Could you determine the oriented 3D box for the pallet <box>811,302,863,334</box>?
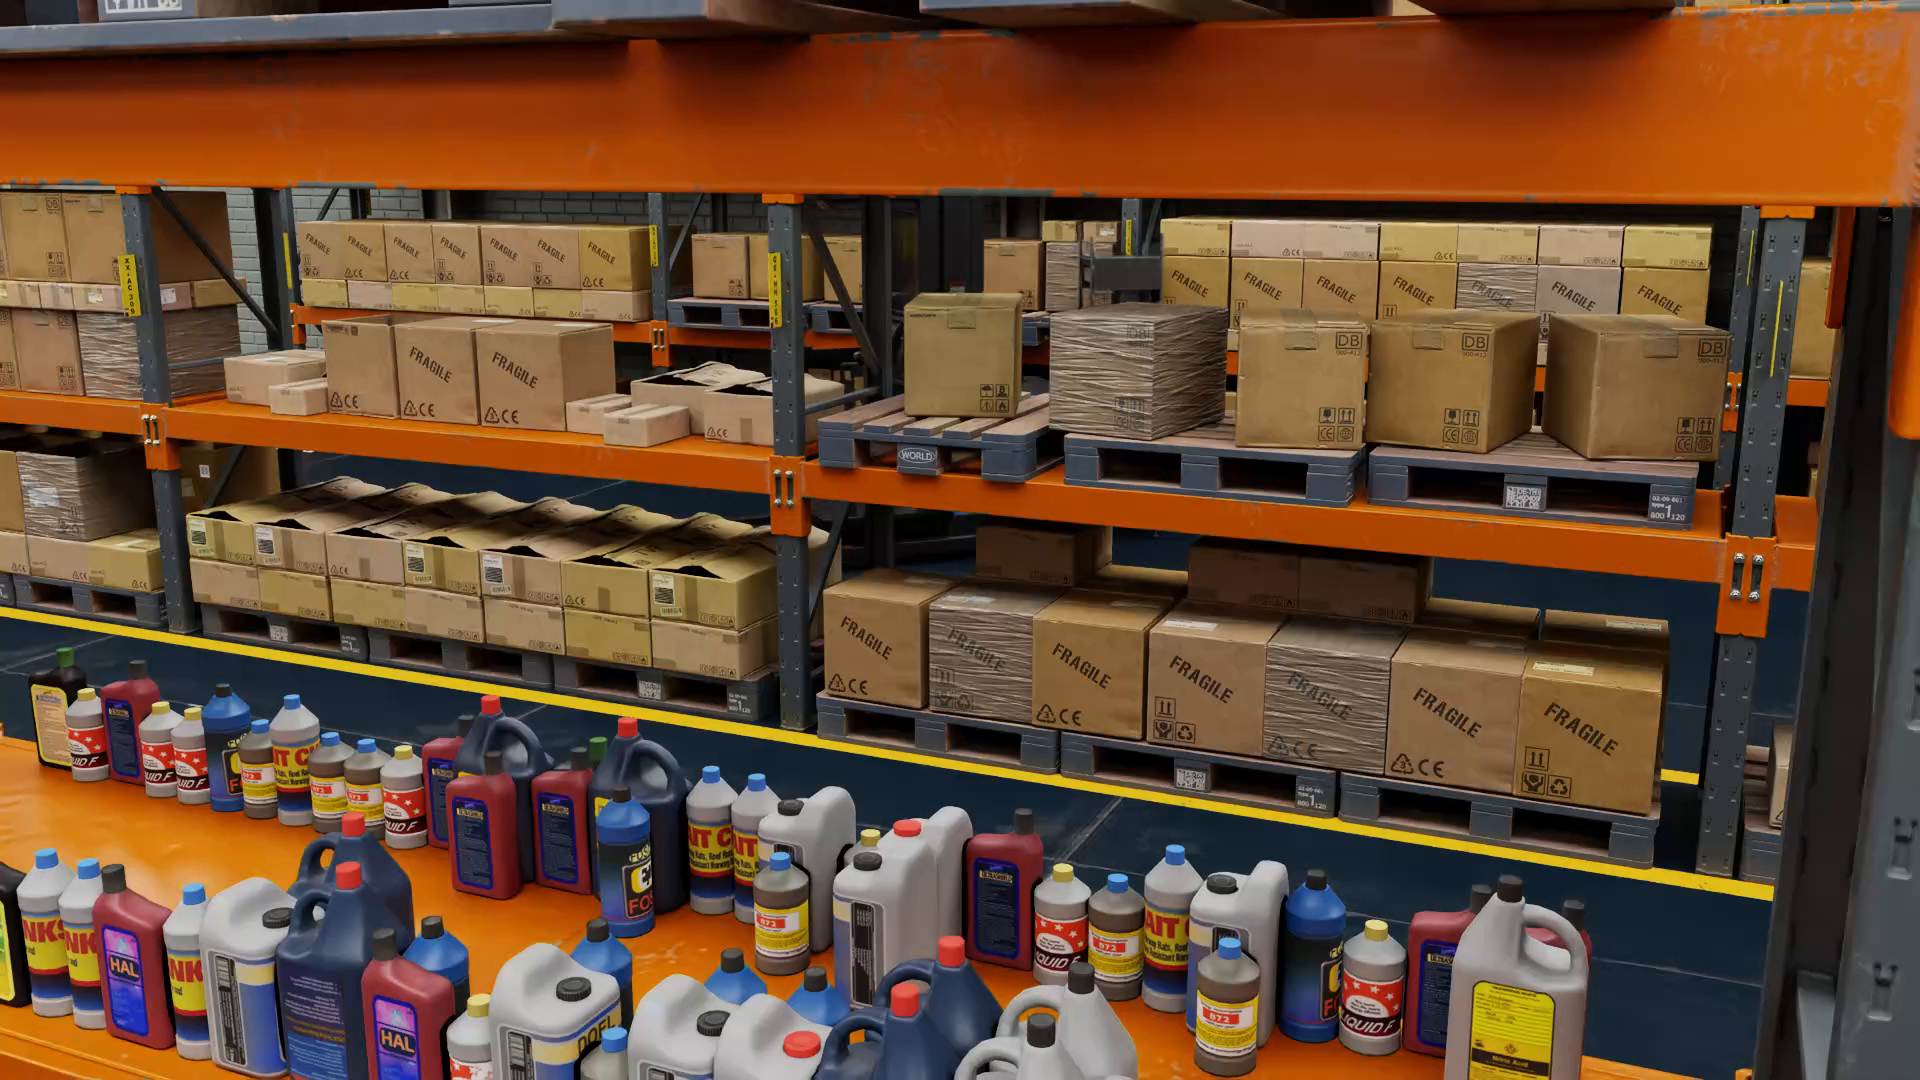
[{"bbox_3d":[-0.420,-1.773,13.166,1.213,0.211,1.003,6,14,23],"label":"pallet"}]

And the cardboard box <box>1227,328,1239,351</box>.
[{"bbox_3d":[2.049,-1.433,11.803,0.250,0.149,0.380,6,15,25],"label":"cardboard box"}]

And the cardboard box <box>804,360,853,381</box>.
[{"bbox_3d":[-1.167,-1.320,13.681,0.500,0.250,0.500,5,14,22],"label":"cardboard box"}]

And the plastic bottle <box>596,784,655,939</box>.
[{"bbox_3d":[-0.608,0.576,3.015,0.097,0.271,0.097,0,13,0],"label":"plastic bottle"}]

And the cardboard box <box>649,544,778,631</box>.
[{"bbox_3d":[-1.175,0.207,8.178,0.500,0.311,0.500,6,15,25],"label":"cardboard box"}]

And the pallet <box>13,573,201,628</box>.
[{"bbox_3d":[-4.964,0.248,10.236,1.213,0.211,1.003,6,14,23],"label":"pallet"}]

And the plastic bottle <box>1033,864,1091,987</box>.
[{"bbox_3d":[0.175,0.653,2.839,0.097,0.201,0.097,0,13,0],"label":"plastic bottle"}]

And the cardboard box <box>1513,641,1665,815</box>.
[{"bbox_3d":[2.494,0.730,6.586,0.500,0.500,0.500,6,14,23],"label":"cardboard box"}]

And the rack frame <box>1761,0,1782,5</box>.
[{"bbox_3d":[5.064,-4.243,10.137,0.127,3.000,1.000,6,14,23],"label":"rack frame"}]

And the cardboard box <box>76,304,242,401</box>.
[{"bbox_3d":[-4.662,-1.116,9.724,0.500,0.500,0.700,5,14,22],"label":"cardboard box"}]

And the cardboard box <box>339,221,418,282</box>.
[{"bbox_3d":[-5.145,-2.579,14.824,0.500,0.500,0.500,6,14,23],"label":"cardboard box"}]

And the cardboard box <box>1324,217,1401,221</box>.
[{"bbox_3d":[2.866,-2.176,11.906,0.500,0.250,0.500,5,14,22],"label":"cardboard box"}]

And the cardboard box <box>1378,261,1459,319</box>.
[{"bbox_3d":[3.155,-1.654,11.323,0.500,0.500,0.500,6,15,25],"label":"cardboard box"}]

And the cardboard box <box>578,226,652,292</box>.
[{"bbox_3d":[-2.808,-2.343,13.817,0.500,0.500,0.500,6,14,23],"label":"cardboard box"}]

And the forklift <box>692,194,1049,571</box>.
[{"bbox_3d":[-0.649,-1.361,11.140,3.031,2.935,1.130,-5,14,-22],"label":"forklift"}]

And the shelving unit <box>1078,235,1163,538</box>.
[{"bbox_3d":[1.118,-1.077,11.711,0.503,2.100,0.431,-2,12,-8],"label":"shelving unit"}]

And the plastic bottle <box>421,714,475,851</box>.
[{"bbox_3d":[-1.018,0.488,3.364,0.133,0.283,0.061,6,14,23],"label":"plastic bottle"}]

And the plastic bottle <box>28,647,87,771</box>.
[{"bbox_3d":[-2.063,0.382,3.815,0.133,0.283,0.061,6,14,23],"label":"plastic bottle"}]

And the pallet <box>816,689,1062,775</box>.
[{"bbox_3d":[0.071,0.778,7.979,1.213,0.211,1.003,6,14,23],"label":"pallet"}]

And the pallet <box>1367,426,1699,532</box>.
[{"bbox_3d":[2.374,-0.290,6.846,1.213,0.211,1.003,6,14,23],"label":"pallet"}]

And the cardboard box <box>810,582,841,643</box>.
[{"bbox_3d":[-0.956,0.367,8.723,0.500,0.250,0.500,6,14,23],"label":"cardboard box"}]

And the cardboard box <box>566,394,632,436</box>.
[{"bbox_3d":[-1.785,-0.641,8.470,0.250,0.149,0.380,7,15,27],"label":"cardboard box"}]

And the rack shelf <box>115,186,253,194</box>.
[{"bbox_3d":[-6.082,-2.322,10.094,4.000,0.370,1.077,6,14,23],"label":"rack shelf"}]

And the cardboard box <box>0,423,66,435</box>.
[{"bbox_3d":[-5.923,-0.505,10.798,0.500,0.500,0.500,6,14,23],"label":"cardboard box"}]

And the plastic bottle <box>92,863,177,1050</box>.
[{"bbox_3d":[-1.303,0.658,2.640,0.133,0.283,0.061,6,14,23],"label":"plastic bottle"}]

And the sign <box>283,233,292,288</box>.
[{"bbox_3d":[-4.043,-1.667,9.930,0.005,0.325,0.100,6,14,23],"label":"sign"}]

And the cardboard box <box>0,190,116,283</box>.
[{"bbox_3d":[-5.124,-1.794,9.774,0.500,0.500,0.700,6,14,23],"label":"cardboard box"}]

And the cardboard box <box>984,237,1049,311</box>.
[{"bbox_3d":[0.451,-2.042,12.711,0.500,0.500,0.700,4,14,18],"label":"cardboard box"}]

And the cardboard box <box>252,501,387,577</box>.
[{"bbox_3d":[-3.521,-0.028,9.181,0.500,0.311,0.500,6,14,23],"label":"cardboard box"}]

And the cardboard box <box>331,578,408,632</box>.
[{"bbox_3d":[-3.044,0.291,9.048,0.500,0.250,0.500,5,14,22],"label":"cardboard box"}]

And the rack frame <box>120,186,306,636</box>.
[{"bbox_3d":[-4.254,-1.027,9.566,0.127,3.000,1.000,6,14,23],"label":"rack frame"}]

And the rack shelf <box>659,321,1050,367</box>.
[{"bbox_3d":[-0.422,-1.527,13.270,4.000,0.370,1.077,6,14,23],"label":"rack shelf"}]

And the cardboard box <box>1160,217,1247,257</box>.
[{"bbox_3d":[1.744,-2.162,11.846,0.500,0.250,0.500,6,15,25],"label":"cardboard box"}]

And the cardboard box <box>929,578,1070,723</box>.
[{"bbox_3d":[0.185,0.495,7.589,0.500,0.500,0.500,5,14,21],"label":"cardboard box"}]

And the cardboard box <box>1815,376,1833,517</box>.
[{"bbox_3d":[3.622,-0.343,6.431,0.500,0.500,0.500,6,14,24],"label":"cardboard box"}]

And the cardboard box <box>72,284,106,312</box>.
[{"bbox_3d":[-4.814,-1.395,9.496,0.250,0.149,0.380,5,14,22],"label":"cardboard box"}]

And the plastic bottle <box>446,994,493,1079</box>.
[{"bbox_3d":[-0.688,0.756,2.403,0.097,0.201,0.097,0,13,0],"label":"plastic bottle"}]

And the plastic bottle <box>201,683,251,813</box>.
[{"bbox_3d":[-1.576,0.442,3.587,0.097,0.271,0.097,0,13,0],"label":"plastic bottle"}]

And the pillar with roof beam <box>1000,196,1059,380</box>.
[{"bbox_3d":[-1.175,-4.014,9.165,0.400,9.000,9.100,6,14,23],"label":"pillar with roof beam"}]

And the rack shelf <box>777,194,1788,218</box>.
[{"bbox_3d":[1.232,-1.582,6.940,4.000,0.370,1.077,6,14,23],"label":"rack shelf"}]

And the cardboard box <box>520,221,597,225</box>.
[{"bbox_3d":[-3.521,-2.547,14.686,0.500,0.500,0.500,6,15,25],"label":"cardboard box"}]

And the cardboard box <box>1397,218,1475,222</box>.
[{"bbox_3d":[3.332,-2.129,11.705,0.500,0.250,0.500,5,14,22],"label":"cardboard box"}]

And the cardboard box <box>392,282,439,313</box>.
[{"bbox_3d":[-4.646,-2.164,14.696,0.500,0.250,0.500,6,14,22],"label":"cardboard box"}]

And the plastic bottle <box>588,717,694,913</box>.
[{"bbox_3d":[-0.599,0.508,3.131,0.185,0.351,0.144,6,14,23],"label":"plastic bottle"}]

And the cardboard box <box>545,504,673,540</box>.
[{"bbox_3d":[-1.905,0.000,9.062,0.500,0.311,0.500,5,14,22],"label":"cardboard box"}]

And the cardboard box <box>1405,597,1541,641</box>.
[{"bbox_3d":[2.225,0.573,7.255,0.500,0.500,0.500,6,14,24],"label":"cardboard box"}]

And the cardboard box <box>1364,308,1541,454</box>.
[{"bbox_3d":[2.064,-0.681,6.953,0.500,0.500,0.700,8,16,32],"label":"cardboard box"}]

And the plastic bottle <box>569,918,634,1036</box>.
[{"bbox_3d":[-0.537,0.699,2.492,0.097,0.271,0.097,0,13,0],"label":"plastic bottle"}]

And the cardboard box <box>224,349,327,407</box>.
[{"bbox_3d":[-3.786,-0.918,9.428,0.500,0.250,0.500,7,15,27],"label":"cardboard box"}]

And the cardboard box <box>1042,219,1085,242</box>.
[{"bbox_3d":[0.779,-2.323,12.487,0.250,0.149,0.380,3,14,14],"label":"cardboard box"}]

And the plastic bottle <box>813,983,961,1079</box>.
[{"bbox_3d":[-0.091,0.738,2.154,0.185,0.351,0.144,6,14,23],"label":"plastic bottle"}]

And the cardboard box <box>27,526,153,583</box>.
[{"bbox_3d":[-5.219,0.061,10.026,0.500,0.250,0.500,6,14,23],"label":"cardboard box"}]

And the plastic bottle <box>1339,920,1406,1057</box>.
[{"bbox_3d":[0.654,0.702,2.633,0.097,0.201,0.097,0,13,0],"label":"plastic bottle"}]

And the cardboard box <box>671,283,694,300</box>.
[{"bbox_3d":[-2.593,-2.087,14.368,0.500,0.250,0.500,6,14,24],"label":"cardboard box"}]
